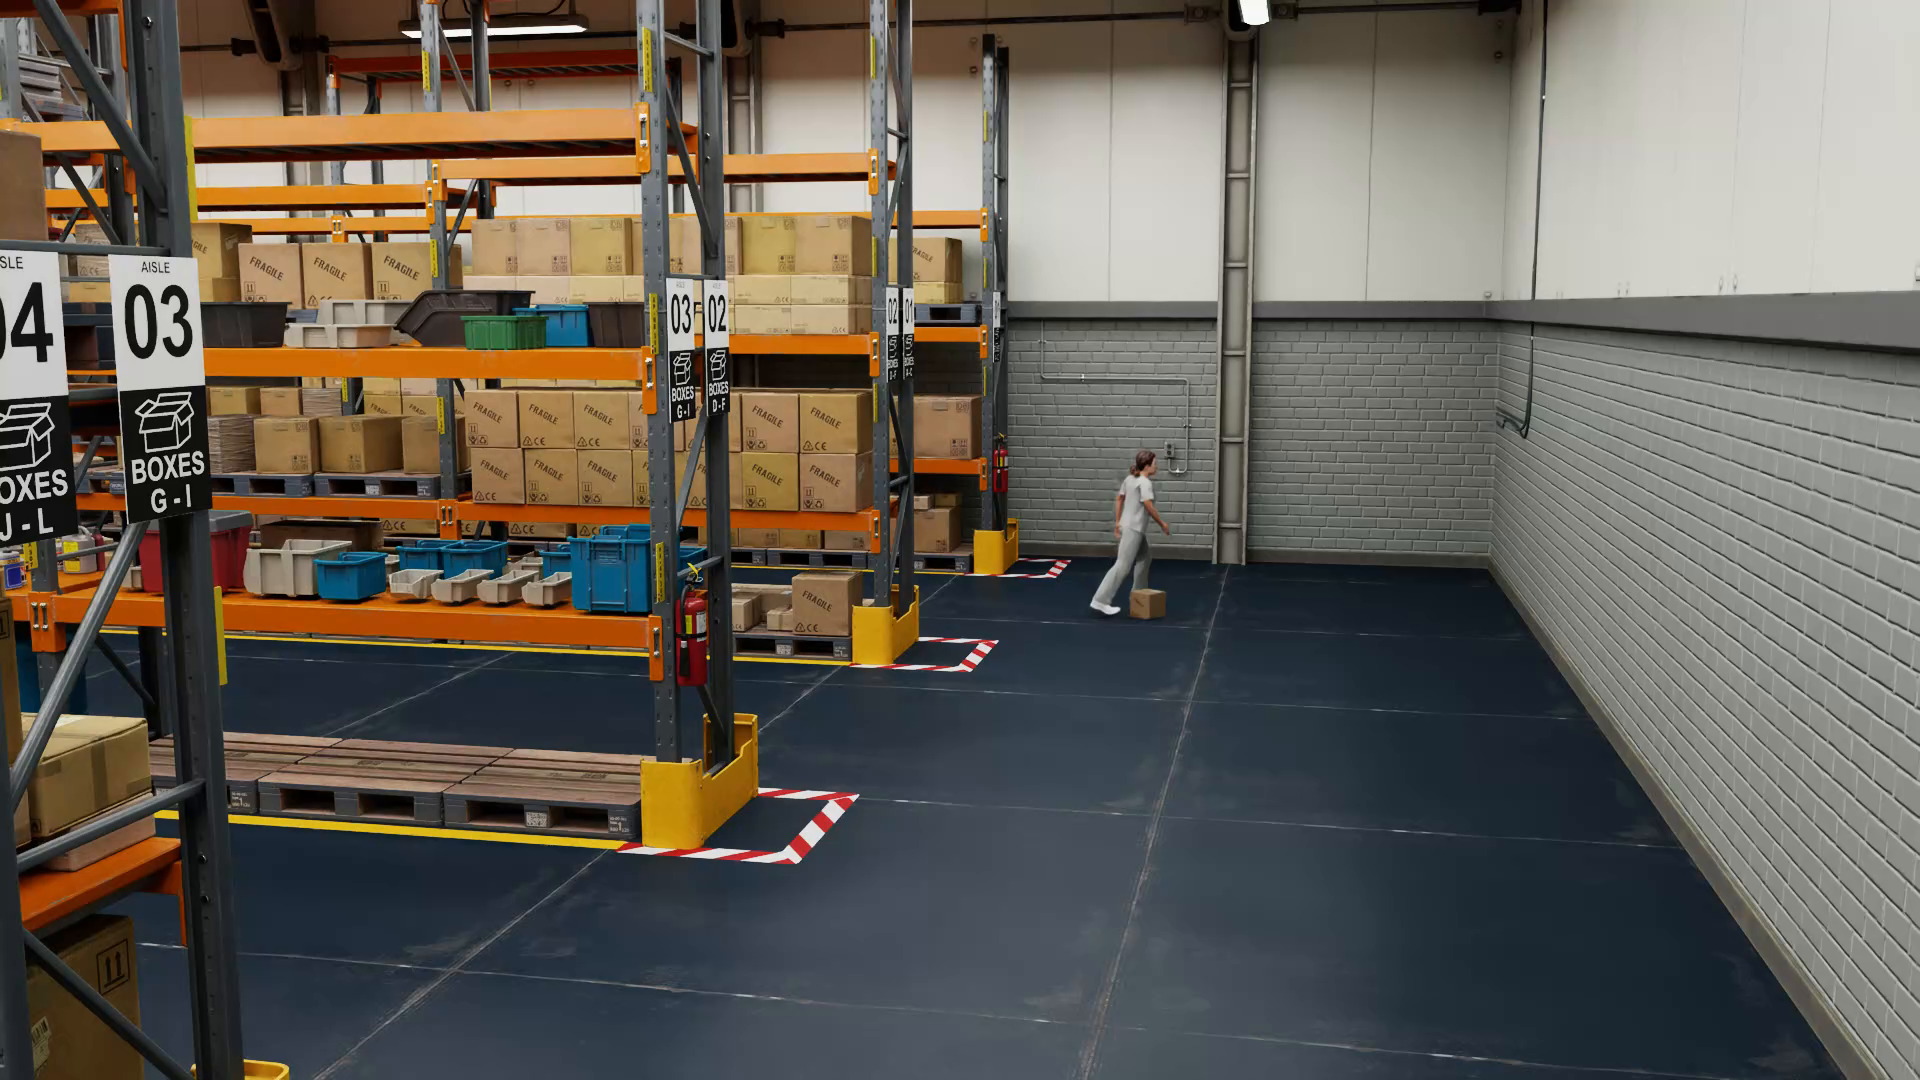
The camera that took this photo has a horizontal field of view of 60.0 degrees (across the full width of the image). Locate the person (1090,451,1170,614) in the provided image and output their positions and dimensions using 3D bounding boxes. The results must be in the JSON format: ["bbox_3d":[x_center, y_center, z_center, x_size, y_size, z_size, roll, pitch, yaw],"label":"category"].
[{"bbox_3d":[1.650,-0.084,16.553,0.833,1.607,0.563,-2,8,-16],"label":"person"}]
